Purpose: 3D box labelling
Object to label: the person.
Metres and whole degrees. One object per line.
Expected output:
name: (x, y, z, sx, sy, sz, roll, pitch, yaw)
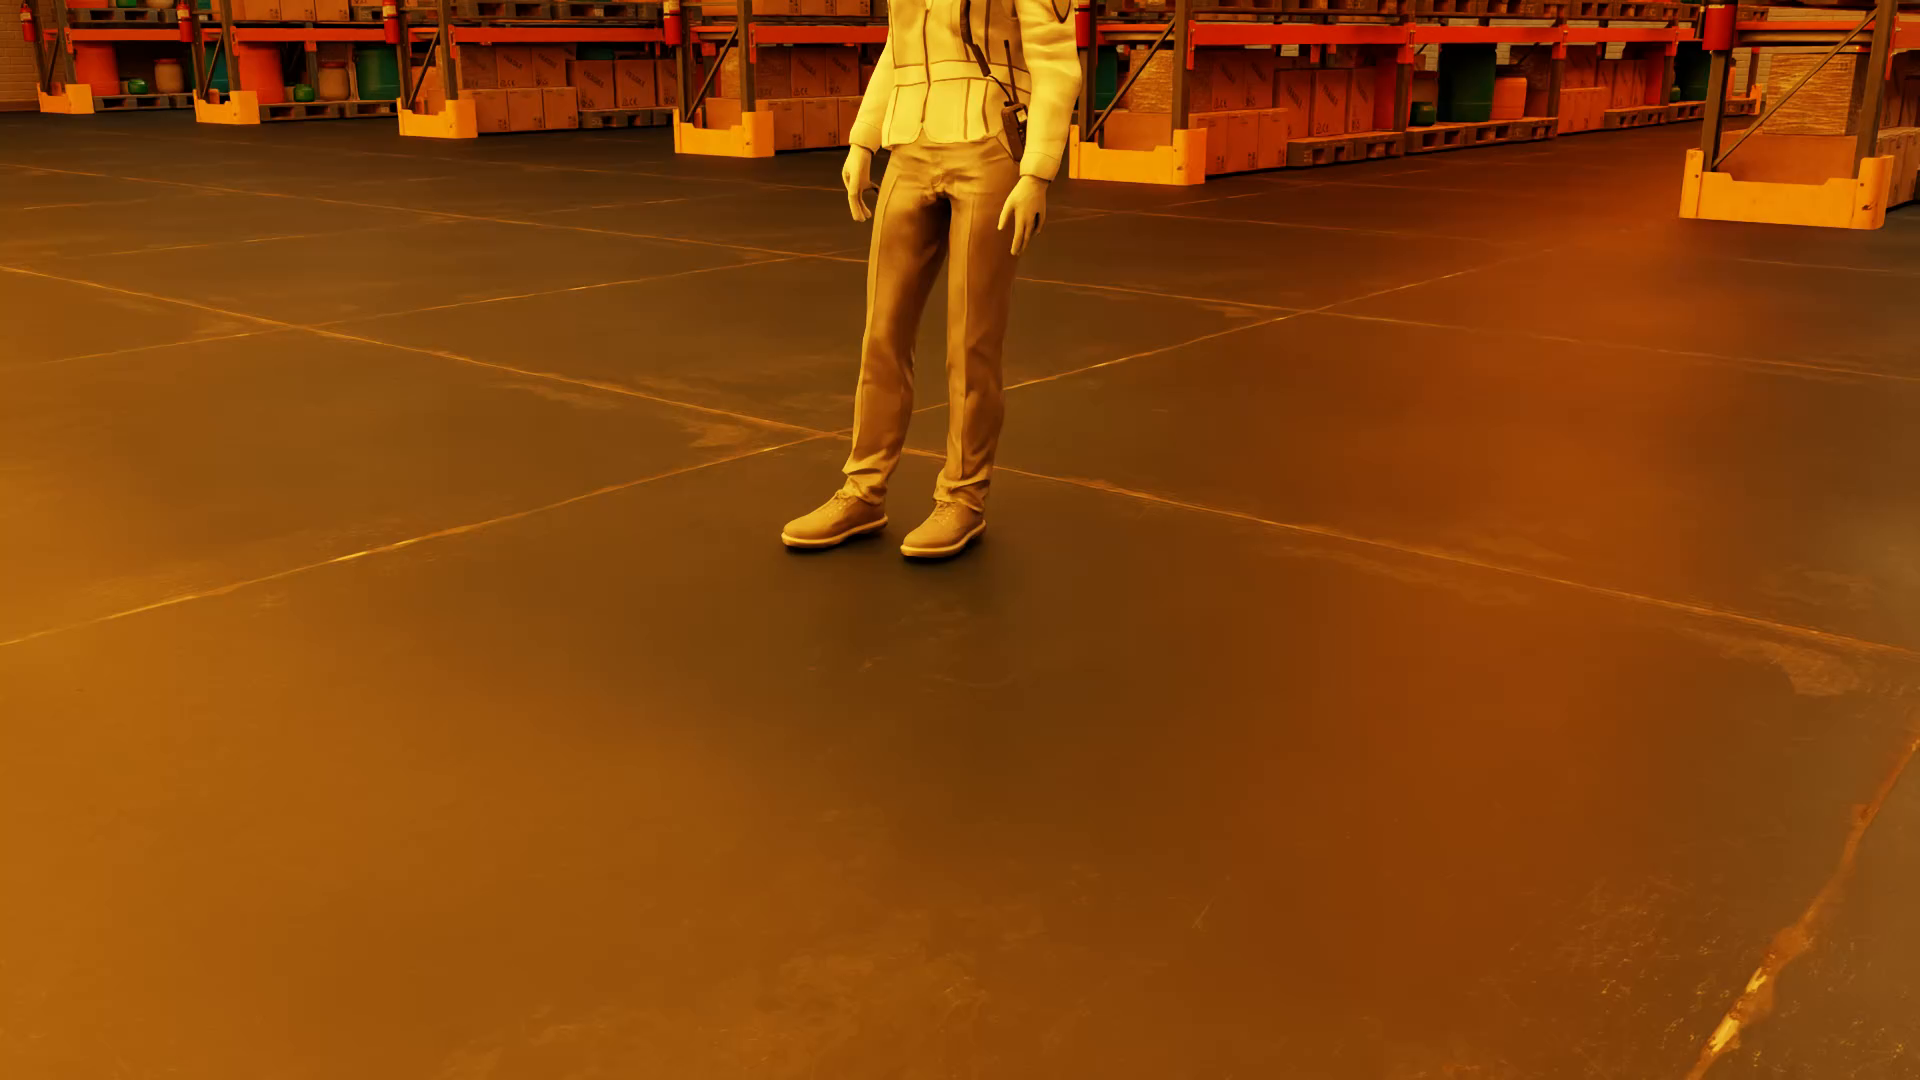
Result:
person: (-0.049, -0.803, 3.647, 0.586, 1.694, 0.530, 13, 21, 37)
